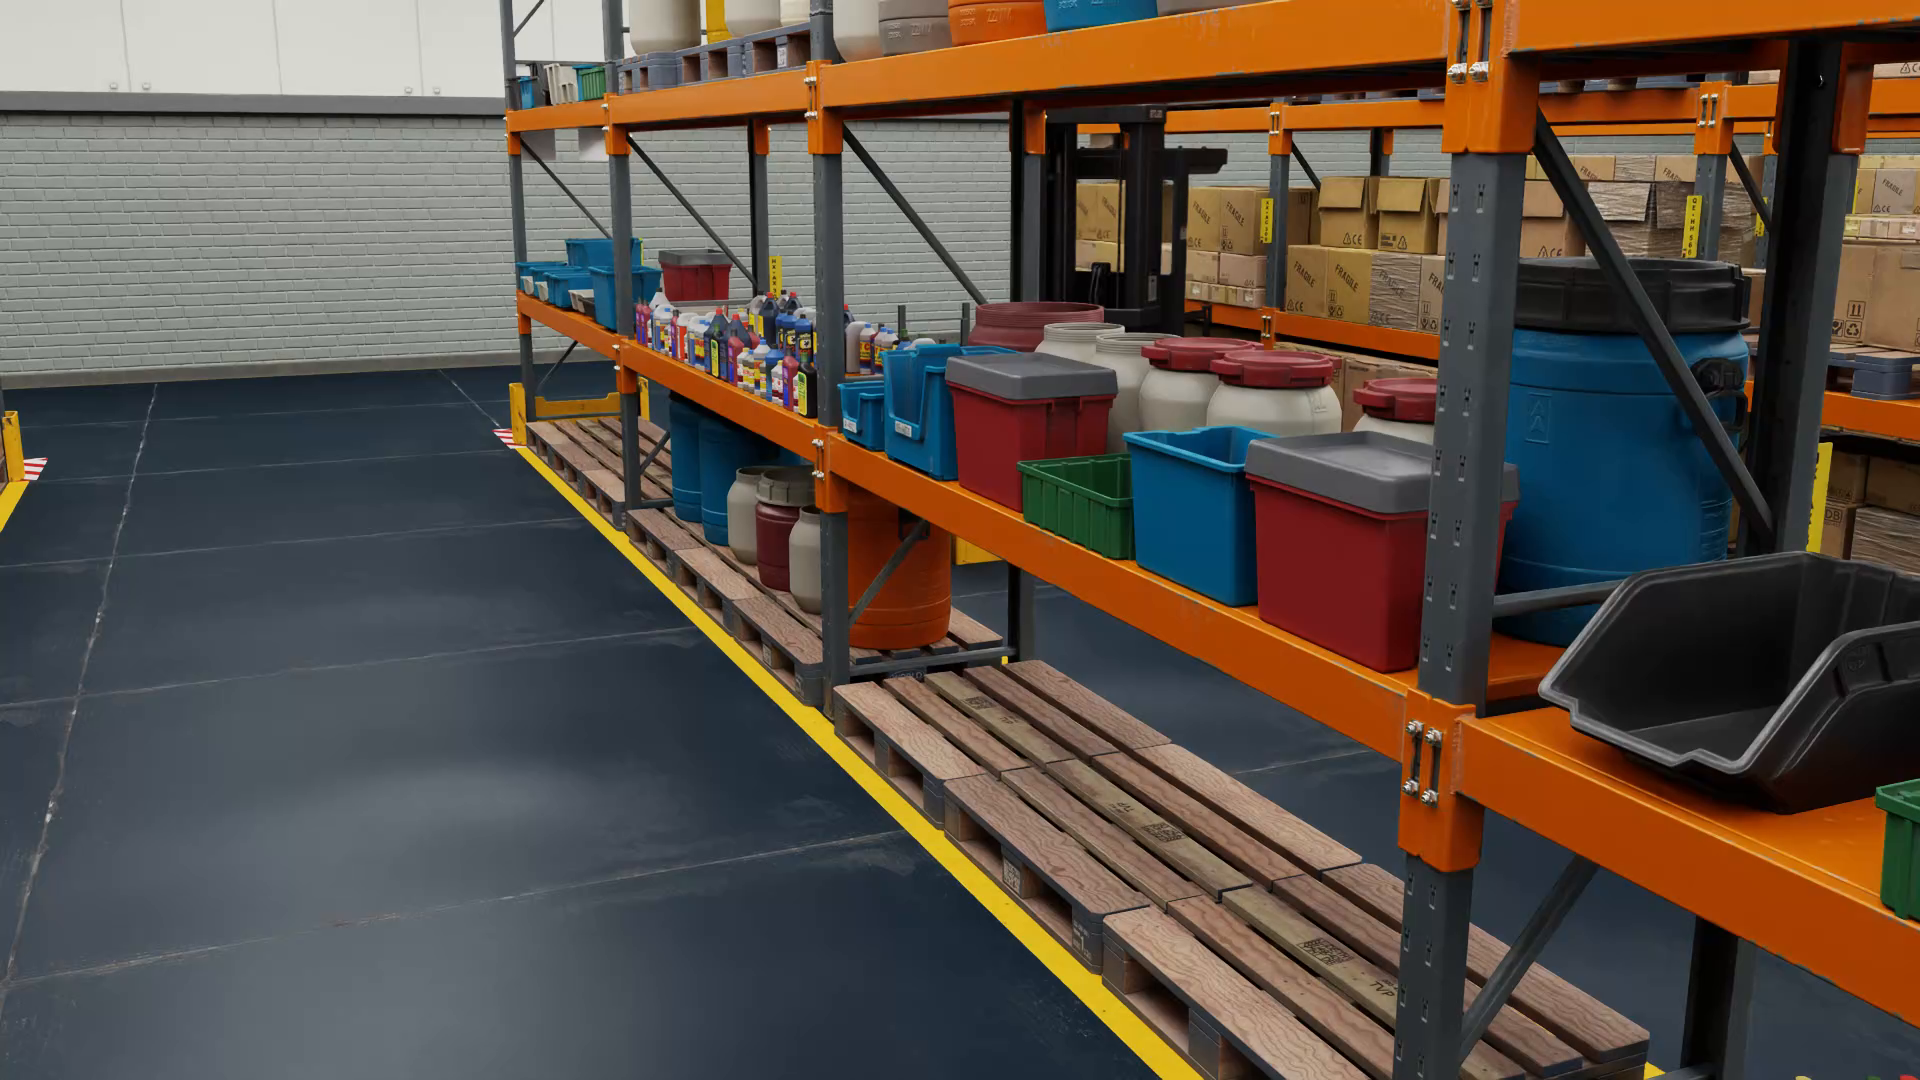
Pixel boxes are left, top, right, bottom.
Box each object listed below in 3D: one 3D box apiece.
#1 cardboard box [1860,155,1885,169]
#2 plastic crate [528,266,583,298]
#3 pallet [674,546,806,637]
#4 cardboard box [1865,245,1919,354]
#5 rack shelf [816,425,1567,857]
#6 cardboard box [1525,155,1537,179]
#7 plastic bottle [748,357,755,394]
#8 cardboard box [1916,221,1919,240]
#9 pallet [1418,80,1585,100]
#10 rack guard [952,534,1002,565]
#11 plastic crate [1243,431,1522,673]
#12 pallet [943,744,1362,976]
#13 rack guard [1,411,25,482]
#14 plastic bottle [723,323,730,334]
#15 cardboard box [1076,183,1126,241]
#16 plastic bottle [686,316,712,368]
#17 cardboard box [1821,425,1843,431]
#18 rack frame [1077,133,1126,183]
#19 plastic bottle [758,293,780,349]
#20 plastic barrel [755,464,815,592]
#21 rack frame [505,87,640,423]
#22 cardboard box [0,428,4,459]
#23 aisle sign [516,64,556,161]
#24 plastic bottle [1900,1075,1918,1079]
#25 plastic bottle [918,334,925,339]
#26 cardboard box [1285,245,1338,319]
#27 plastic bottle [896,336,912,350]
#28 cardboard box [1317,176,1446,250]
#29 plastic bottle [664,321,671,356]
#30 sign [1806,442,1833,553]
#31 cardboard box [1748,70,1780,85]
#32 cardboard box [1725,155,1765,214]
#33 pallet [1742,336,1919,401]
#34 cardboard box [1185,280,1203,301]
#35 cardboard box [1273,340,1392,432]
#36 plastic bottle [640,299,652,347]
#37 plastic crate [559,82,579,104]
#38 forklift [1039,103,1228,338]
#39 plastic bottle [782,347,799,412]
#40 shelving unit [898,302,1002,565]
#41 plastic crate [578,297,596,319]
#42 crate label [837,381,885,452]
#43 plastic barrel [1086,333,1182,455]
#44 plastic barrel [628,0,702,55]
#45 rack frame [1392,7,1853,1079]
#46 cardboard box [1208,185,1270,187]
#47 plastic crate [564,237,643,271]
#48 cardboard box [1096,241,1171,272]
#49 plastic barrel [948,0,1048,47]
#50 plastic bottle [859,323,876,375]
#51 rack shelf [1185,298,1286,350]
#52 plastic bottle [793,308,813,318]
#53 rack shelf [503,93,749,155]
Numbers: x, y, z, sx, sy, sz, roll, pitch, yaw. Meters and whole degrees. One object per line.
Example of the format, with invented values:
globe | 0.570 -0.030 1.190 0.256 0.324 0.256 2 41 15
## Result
cardboard box | 10.462 -4.292 18.884 0.380 0.149 0.250 -6 14 -25
plastic crate | -3.276 -2.091 13.492 0.416 0.233 0.300 -6 14 -23
pallet | -0.971 0.240 9.365 1.003 0.211 1.213 -6 14 -23
cardboard box | 4.975 -1.194 8.224 0.700 0.500 0.500 -3 13 -15
rack shelf | 0.669 0.056 5.571 1.077 0.370 4.000 -6 14 -23
cardboard box | 5.931 -3.695 17.085 0.500 0.500 0.500 -5 14 -21
plastic bottle | -1.002 -0.830 8.243 0.097 0.201 0.097 0 13 0
cardboard box | 7.644 -2.391 12.853 0.380 0.149 0.250 -5 14 -21
pallet | 3.649 -2.883 10.442 1.003 0.211 1.213 -5 14 -20
rack guard | 0.230 -0.003 10.329 0.587 0.250 0.087 -6 14 -23
plastic crate | 0.996 0.015 4.010 0.402 0.464 0.583 -6 14 -23
pallet | 0.628 1.066 5.795 1.003 0.211 1.213 -6 14 -23
rack guard | -7.846 -0.680 12.701 1.175 0.500 0.348 -6 14 -23
plastic bottle | -1.214 -1.003 8.811 0.061 0.283 0.133 -6 14 -23
cardboard box | 1.347 -3.018 15.268 0.500 0.500 0.500 -6 14 -24
plastic bottle | -1.434 -1.104 9.264 0.152 0.276 0.135 -6 14 -23
cardboard box | 7.442 -1.219 14.096 0.500 0.500 0.500 -5 14 -21
rack frame | 1.202 -2.808 16.349 1.000 3.000 0.127 -6 14 -23
plastic bottle | -1.124 -1.299 9.937 0.144 0.351 0.185 -6 14 -23
plastic barrel | -0.796 -0.070 8.938 0.600 0.588 0.708 -6 14 -23
rack frame | -3.336 -2.360 14.417 1.000 3.000 0.127 -6 14 -23
cardboard box | -7.433 -0.820 12.330 0.500 0.500 0.500 -6 14 -23
aisle sign | -3.637 -3.615 14.072 0.394 0.787 0.004 -6 14 -23
plastic bottle | 1.993 1.302 3.491 0.144 0.351 0.185 -6 14 -24
plastic bottle | -0.206 -0.897 8.351 0.061 0.283 0.133 -6 14 -23
cardboard box | 2.759 -1.913 12.259 0.500 0.500 0.500 -6 14 -23
plastic bottle | -0.271 -0.880 8.306 0.097 0.271 0.097 0 13 0
cardboard box | 3.067 -2.388 12.087 0.797 0.503 0.637 -6 14 -24
plastic bottle | -1.691 -1.185 9.779 0.097 0.201 0.097 0 13 0
sign | 1.979 -0.064 3.878 0.100 0.325 0.005 -6 14 -23
cardboard box | 4.361 -2.423 8.368 0.500 0.250 0.500 -5 14 -22
cardboard box | 6.953 -3.162 14.781 0.500 0.500 0.500 -6 14 -25
pallet | 4.789 -0.924 8.635 1.213 0.211 1.003 -6 14 -23
cardboard box | 2.073 -2.052 13.640 0.380 0.149 0.250 -5 14 -22
cardboard box | 3.079 -1.020 12.407 1.225 0.875 0.875 -6 14 -23
plastic bottle | -1.925 -1.335 10.246 0.061 0.283 0.133 -6 14 -23
plastic crate | -2.592 -3.095 11.524 0.293 0.136 0.466 -6 14 -23
forklift | 1.280 -1.858 12.399 1.130 2.935 3.031 9 16 33
plastic bottle | -0.777 -0.744 7.689 0.061 0.283 0.133 -6 14 -23
shelving unit | 0.031 -0.715 10.633 0.587 1.500 1.083 -6 14 -23
plastic crate | -2.429 -1.636 11.764 0.437 0.125 0.590 -6 14 -23
crate label | -0.307 -0.505 6.772 0.303 0.233 0.416 -6 14 -23
plastic barrel | 0.645 -0.482 6.052 0.421 0.512 0.421 0 13 0
plastic barrel | -1.753 -3.135 9.877 0.433 0.535 0.433 0 13 0
rack frame | 1.473 0.118 3.706 0.949 2.616 0.053 -6 14 -23
cardboard box | 2.444 -2.750 14.110 0.500 0.500 0.500 -6 14 -25
plastic crate | -3.031 -2.355 14.180 0.616 0.435 0.499 -6 14 -23
cardboard box | 1.559 -2.545 14.888 0.500 0.250 0.500 -6 14 -25
plastic barrel | 0.260 -2.054 5.487 0.600 0.830 0.708 -6 14 -23
plastic bottle | -0.493 -1.029 8.947 0.097 0.271 0.097 0 13 0
rack shelf | 2.003 -2.044 14.645 1.077 0.370 4.000 -6 14 -23
plastic bottle | -0.932 -1.242 9.858 0.152 0.276 0.135 -6 14 -23
rack shelf | -2.535 -3.058 12.374 1.077 0.370 4.000 -6 14 -23
